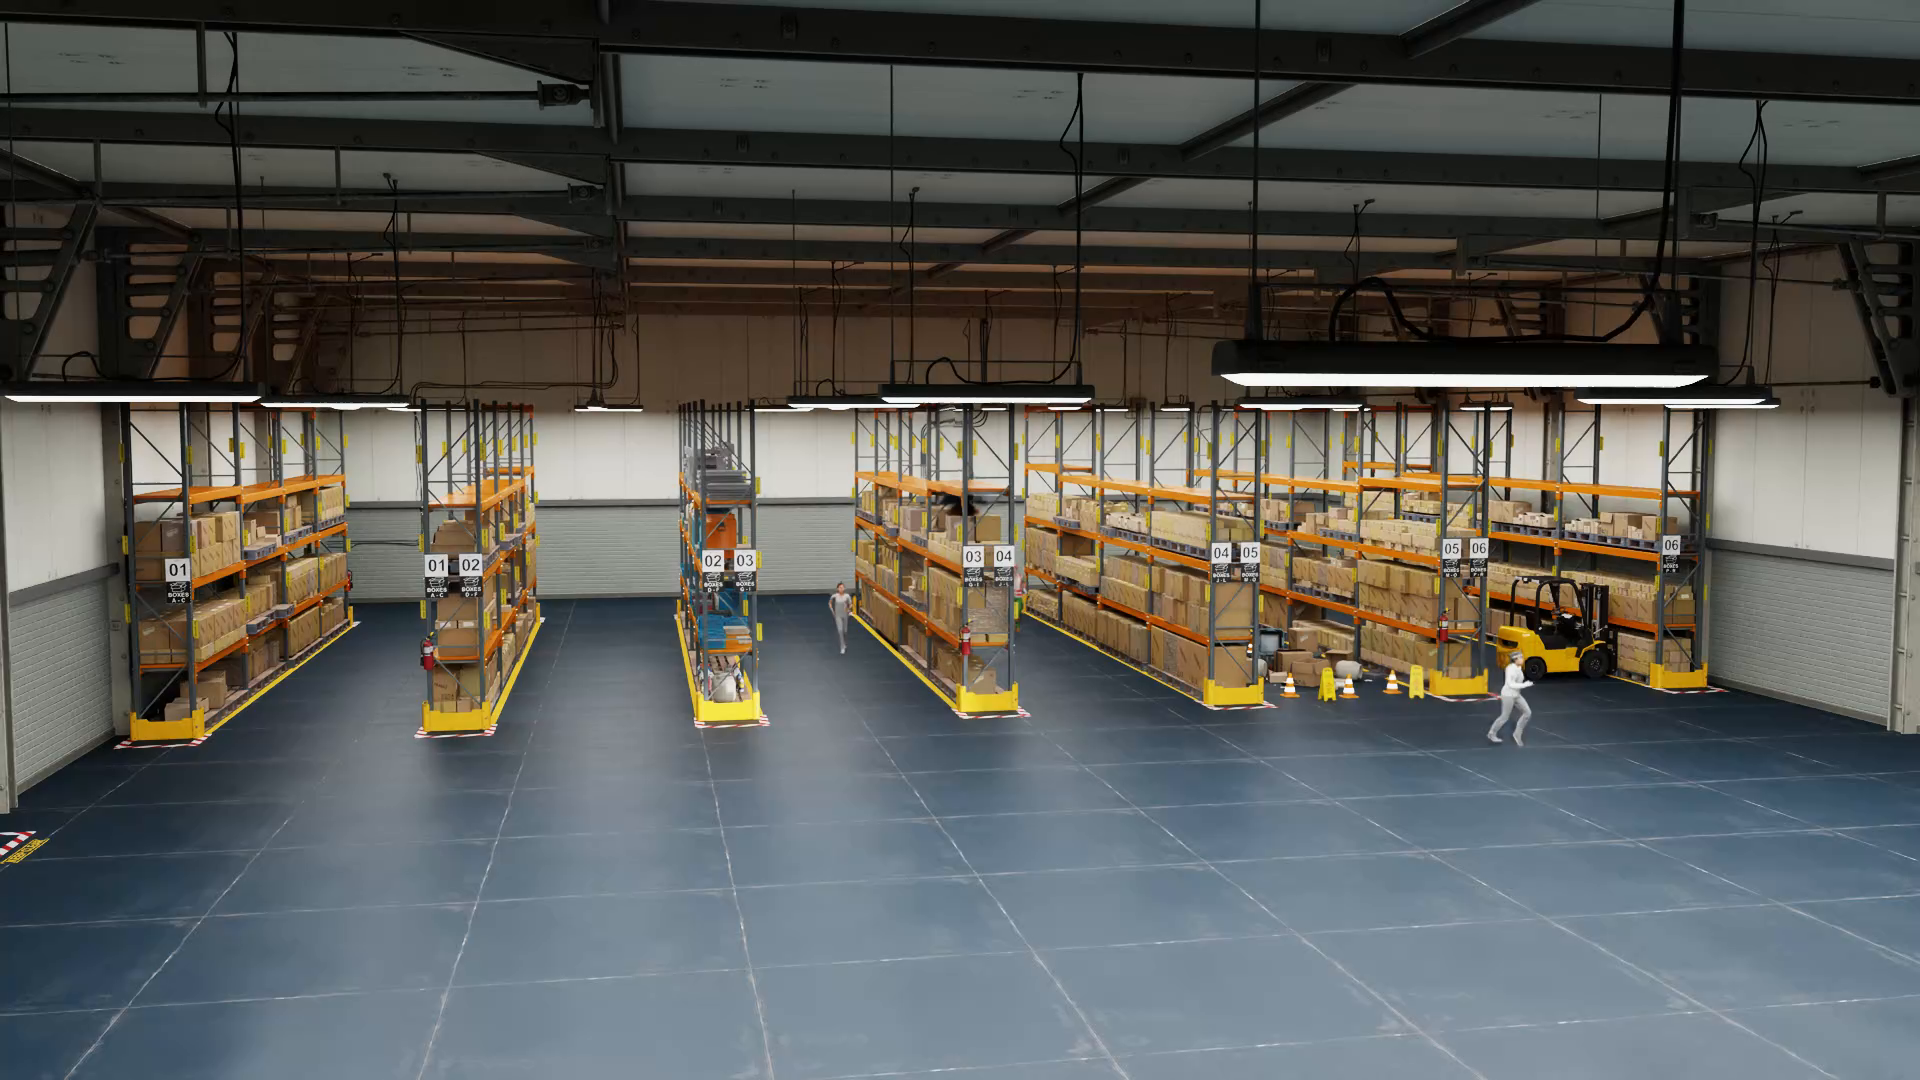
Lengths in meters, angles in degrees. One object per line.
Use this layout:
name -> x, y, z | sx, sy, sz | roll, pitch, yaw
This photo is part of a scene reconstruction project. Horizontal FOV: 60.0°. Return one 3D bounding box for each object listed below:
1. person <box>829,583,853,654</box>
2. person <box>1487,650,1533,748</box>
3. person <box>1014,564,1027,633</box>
person -> -2.874, 1.864, 40.151 | 0.570, 1.672, 0.805 | -1, 4, -11
person -> 9.501, 2.721, 28.680 | 0.801, 1.691, 0.640 | 3, 5, 38
person -> 1.454, 1.524, 43.862 | 0.669, 1.779, 0.999 | -1, 4, -7
